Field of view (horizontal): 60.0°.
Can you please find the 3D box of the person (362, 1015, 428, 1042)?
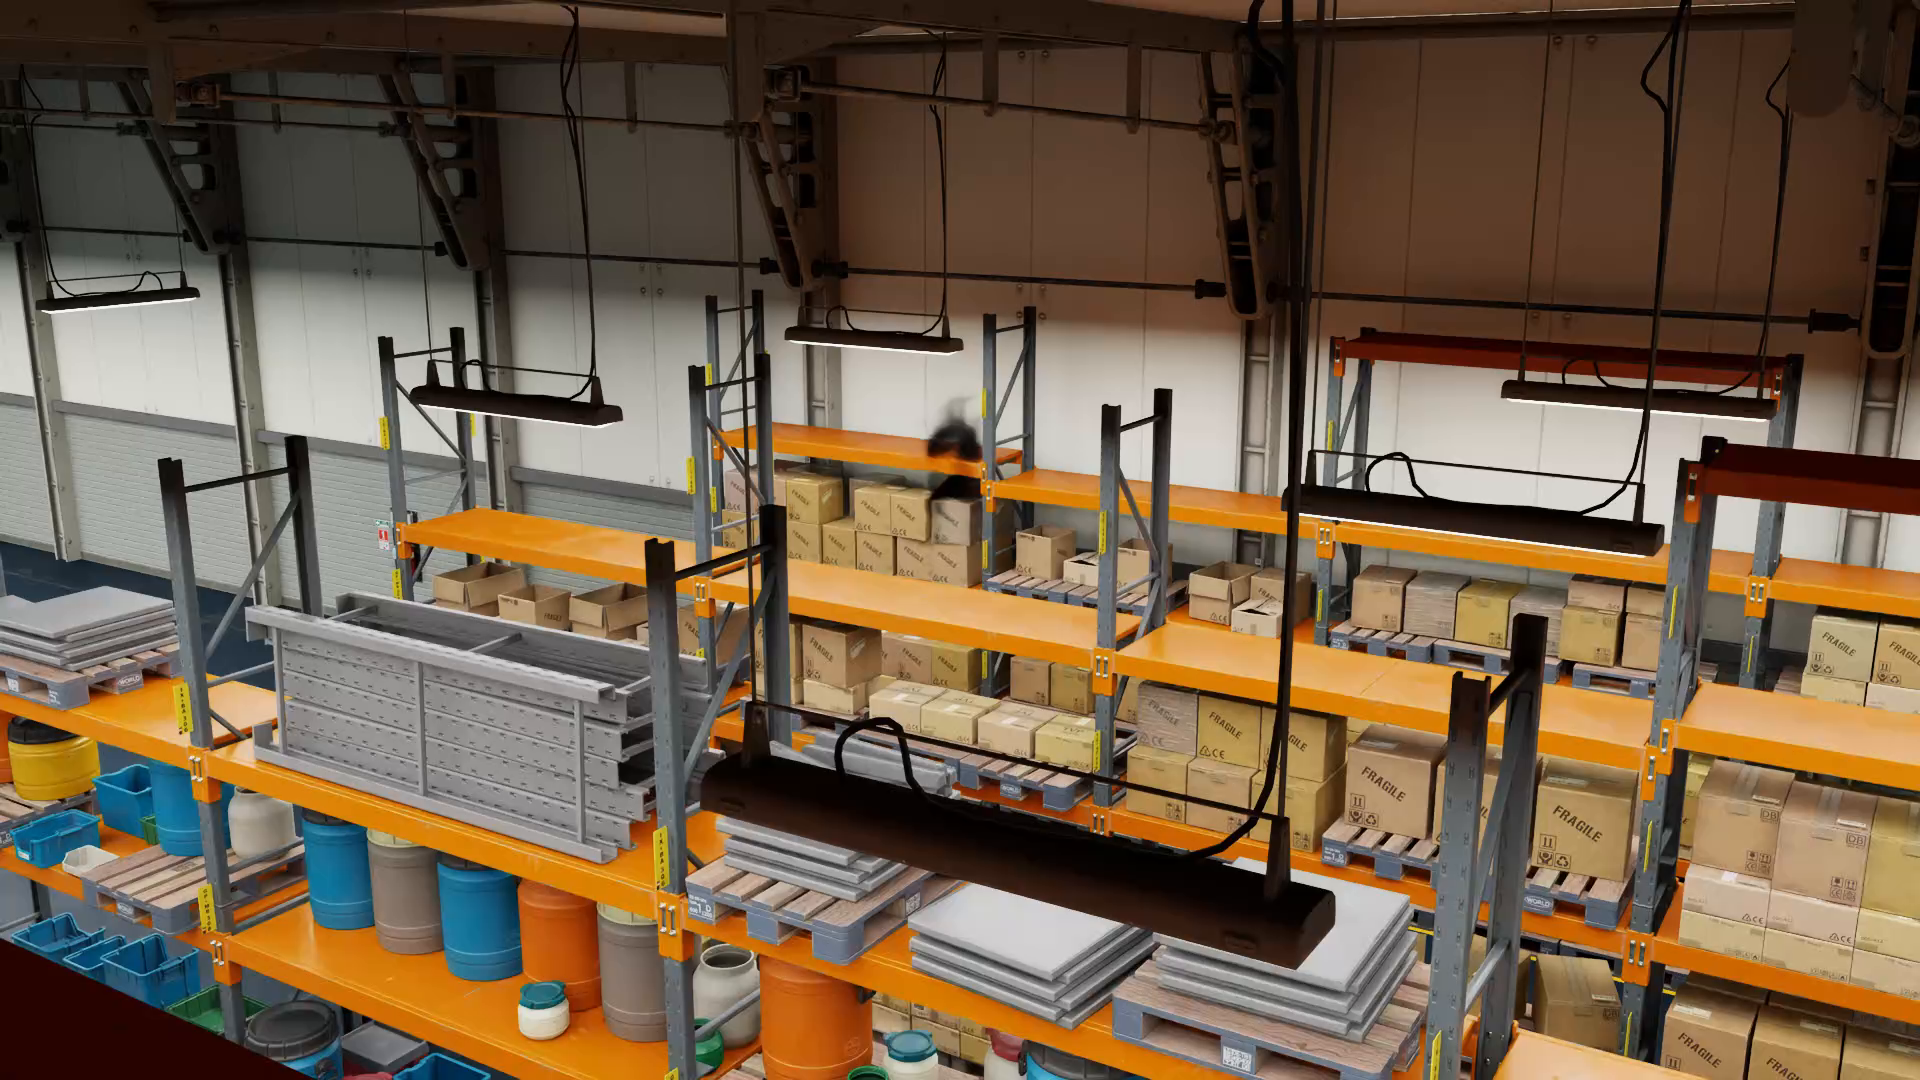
[{"bbox_3d":[-5.041,3.747,14.609,0.902,1.642,0.632,3,14,14],"label":"person"}]
